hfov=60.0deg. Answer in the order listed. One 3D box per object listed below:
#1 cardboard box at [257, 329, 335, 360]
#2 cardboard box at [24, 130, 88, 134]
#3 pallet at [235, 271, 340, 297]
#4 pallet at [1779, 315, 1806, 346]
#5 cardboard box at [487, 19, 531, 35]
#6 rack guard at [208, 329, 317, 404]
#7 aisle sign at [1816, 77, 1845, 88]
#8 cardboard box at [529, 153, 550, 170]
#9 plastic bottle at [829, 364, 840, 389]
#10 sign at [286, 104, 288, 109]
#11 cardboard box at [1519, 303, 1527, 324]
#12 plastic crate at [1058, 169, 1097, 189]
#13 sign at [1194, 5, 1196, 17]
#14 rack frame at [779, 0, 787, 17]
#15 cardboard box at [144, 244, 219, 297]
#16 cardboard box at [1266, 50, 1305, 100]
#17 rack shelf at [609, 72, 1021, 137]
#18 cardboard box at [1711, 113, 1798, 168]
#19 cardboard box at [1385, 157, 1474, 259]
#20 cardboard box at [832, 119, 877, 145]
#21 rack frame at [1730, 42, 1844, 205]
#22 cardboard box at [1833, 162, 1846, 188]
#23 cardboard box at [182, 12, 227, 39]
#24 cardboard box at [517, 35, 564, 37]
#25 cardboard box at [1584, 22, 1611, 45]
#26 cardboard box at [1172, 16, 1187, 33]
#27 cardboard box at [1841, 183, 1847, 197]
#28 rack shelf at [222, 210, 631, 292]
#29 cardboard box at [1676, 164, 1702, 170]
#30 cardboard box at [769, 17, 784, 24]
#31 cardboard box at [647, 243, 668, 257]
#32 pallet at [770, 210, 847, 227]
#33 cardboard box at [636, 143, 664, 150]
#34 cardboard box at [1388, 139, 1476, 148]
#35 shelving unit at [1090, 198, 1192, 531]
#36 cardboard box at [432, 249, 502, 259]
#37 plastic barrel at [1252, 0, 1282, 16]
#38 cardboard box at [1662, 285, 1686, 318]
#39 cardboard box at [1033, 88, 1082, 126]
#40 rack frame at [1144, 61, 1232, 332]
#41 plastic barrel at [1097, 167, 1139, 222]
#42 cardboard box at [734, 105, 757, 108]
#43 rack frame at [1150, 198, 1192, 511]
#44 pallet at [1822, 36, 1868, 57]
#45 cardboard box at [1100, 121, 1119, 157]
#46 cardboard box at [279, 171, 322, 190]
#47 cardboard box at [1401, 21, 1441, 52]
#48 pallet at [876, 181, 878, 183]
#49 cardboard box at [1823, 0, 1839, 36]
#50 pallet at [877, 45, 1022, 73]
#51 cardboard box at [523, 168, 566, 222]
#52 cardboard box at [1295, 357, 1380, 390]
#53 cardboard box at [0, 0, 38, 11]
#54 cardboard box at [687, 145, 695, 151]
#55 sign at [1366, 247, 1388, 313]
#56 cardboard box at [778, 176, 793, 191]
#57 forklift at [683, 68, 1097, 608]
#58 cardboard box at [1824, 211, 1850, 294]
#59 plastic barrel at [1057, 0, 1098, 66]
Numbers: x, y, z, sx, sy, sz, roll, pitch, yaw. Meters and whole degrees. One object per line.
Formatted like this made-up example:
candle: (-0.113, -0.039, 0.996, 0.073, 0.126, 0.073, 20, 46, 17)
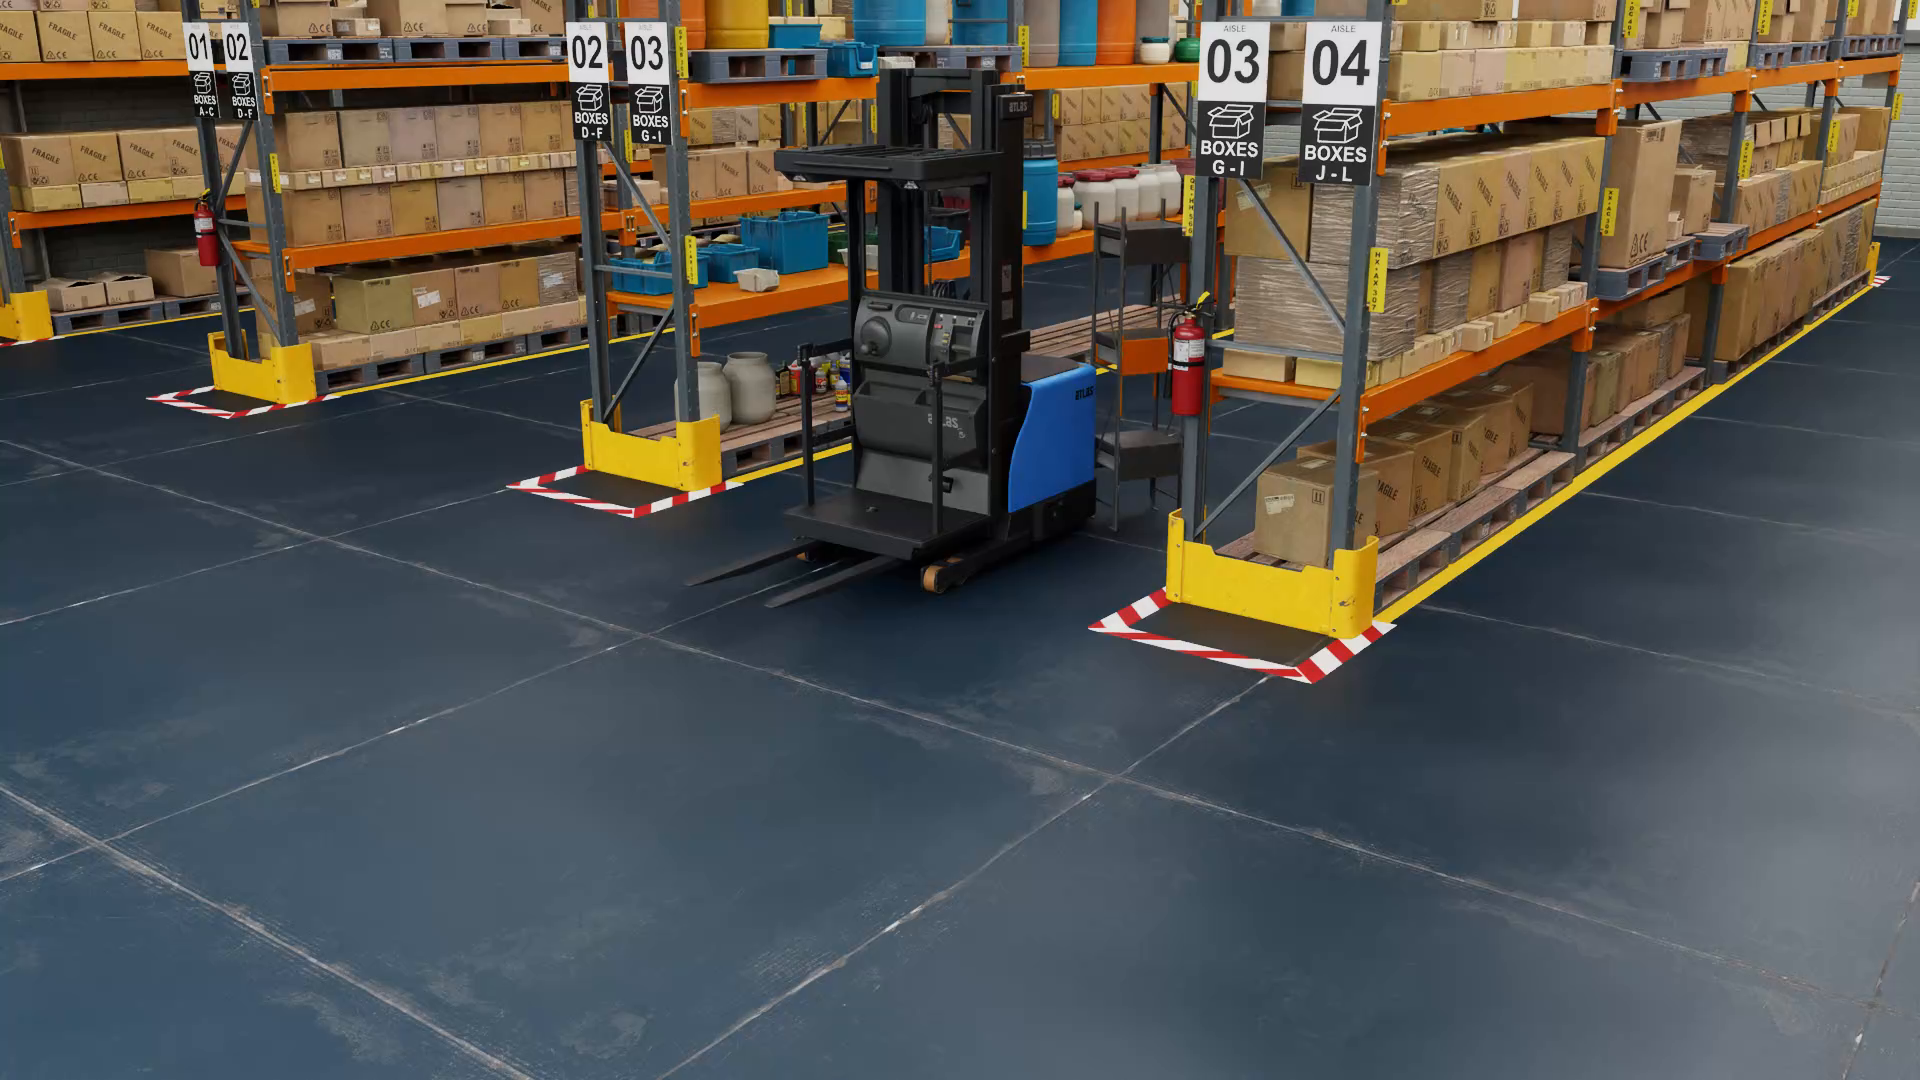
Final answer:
cardboard box: (-6.175, -1.831, 15.512, 0.500, 0.250, 0.500, 12, 21, 35)
cardboard box: (-9.820, -4.203, 18.174, 0.500, 0.500, 0.500, 13, 21, 35)
pallet: (-8.227, -3.093, 20.349, 1.003, 0.211, 1.213, 12, 21, 35)
pallet: (8.447, -2.342, 17.930, 1.003, 0.211, 1.213, 12, 21, 35)
cardboard box: (-4.374, -4.961, 16.084, 0.380, 0.149, 0.250, 12, 21, 35)
rack guard: (-6.272, -1.565, 14.939, 1.175, 0.500, 0.348, 12, 21, 35)
aisle sign: (11.031, -6.135, 21.059, 0.394, 0.787, 0.004, 12, 21, 35)
cardboard box: (-4.323, -3.788, 16.621, 0.380, 0.149, 0.250, 12, 21, 35)
plastic bottle: (-1.066, -1.394, 14.152, 0.097, 0.201, 0.097, 0, 17, 0)
sign: (-8.303, -5.241, 20.612, 0.100, 0.325, 0.005, 12, 21, 35)
cardboard box: (3.519, -1.520, 11.004, 0.380, 0.149, 0.250, 12, 21, 35)
plastic crate: (1.276, -3.493, 16.827, 0.402, 0.464, 0.583, 12, 21, 35)
sign: (3.709, -8.328, 25.951, 0.100, 0.325, 0.005, 12, 21, 35)
rack frame: (-3.088, -9.362, 25.717, 1.000, 3.000, 0.127, 12, 21, 35)
cardboard box: (-8.937, -3.106, 19.159, 0.700, 0.500, 0.500, 11, 20, 31)
cardboard box: (1.779, -2.533, 9.039, 0.500, 0.250, 0.500, 13, 21, 36)
rack shelf: (-1.090, -3.453, 12.961, 1.077, 0.370, 4.000, 12, 21, 35)
cardboard box: (8.054, -4.083, 16.973, 0.797, 0.503, 0.637, 13, 21, 35)
cardboard box: (2.546, -1.881, 9.386, 0.500, 0.500, 0.500, 12, 21, 35)
cardboard box: (-1.206, -5.088, 21.193, 0.700, 0.500, 0.500, 5, 18, 16)
rack frame: (8.846, -3.871, 18.151, 1.000, 3.000, 0.127, 12, 21, 35)
cardboard box: (9.637, -4.124, 18.719, 0.500, 0.250, 0.500, 12, 21, 34)
cardboard box: (-8.569, -5.660, 18.653, 0.500, 0.500, 0.500, 11, 21, 33)
cardboard box: (-5.684, -6.724, 22.398, 0.500, 0.311, 0.500, 12, 21, 35)
cardboard box: (4.118, -3.388, 11.120, 0.380, 0.149, 0.250, 13, 22, 36)
cardboard box: (3.174, -8.007, 25.823, 0.500, 0.250, 0.500, 12, 21, 35)
cardboard box: (9.910, -4.012, 19.029, 0.380, 0.149, 0.250, 12, 21, 34)
rack shelf: (-5.066, -2.897, 16.228, 1.077, 0.370, 4.000, 12, 21, 35)
cardboard box: (6.173, -3.031, 14.569, 0.500, 0.500, 0.500, 10, 20, 28)
cardboard box: (-2.364, -5.851, 19.013, 0.500, 0.250, 0.500, 12, 21, 34)
cardboard box: (-3.259, -3.263, 19.175, 0.500, 0.311, 0.500, 12, 21, 35)
pallet: (-2.572, -5.332, 27.559, 1.003, 0.211, 1.213, 12, 21, 35)
cardboard box: (-4.657, -5.937, 24.100, 0.500, 0.500, 0.500, 13, 22, 36)
cardboard box: (3.012, -2.332, 10.840, 0.500, 0.500, 0.500, 12, 21, 35)
shelving unit: (1.171, -1.142, 10.881, 0.503, 2.100, 0.431, -7, 19, -22)
cardboard box: (-4.998, -2.669, 16.945, 0.500, 0.500, 0.500, 12, 21, 35)
plastic barrel: (3.420, -5.940, 18.820, 0.433, 0.535, 0.433, 0, 17, 0)
cardboard box: (6.087, -2.128, 14.746, 0.500, 0.250, 0.500, 13, 22, 37)
cardboard box: (1.399, -6.210, 23.829, 0.500, 0.500, 0.500, 13, 22, 36)
rack frame: (2.485, -3.793, 17.901, 1.000, 3.000, 0.127, 12, 21, 35)
plastic barrel: (1.543, -3.372, 16.317, 0.433, 0.535, 0.433, 0, 17, 0)
cardboard box: (-3.474, -6.778, 25.543, 0.500, 0.250, 0.500, 13, 21, 36)
rack frame: (1.396, -1.170, 10.972, 0.015, 2.100, 0.400, -7, 19, -22)
pallet: (9.342, -5.454, 18.341, 1.003, 0.211, 1.213, 12, 21, 35)
cardboard box: (2.017, -5.985, 24.789, 0.500, 0.500, 0.500, 12, 21, 34)
cardboard box: (-5.851, -3.177, 14.654, 0.380, 0.149, 0.250, 12, 21, 34)
cardboard box: (2.278, -2.633, 8.689, 0.380, 0.149, 0.250, 13, 21, 36)
pallet: (-1.144, -4.752, 21.311, 1.213, 0.211, 1.003, 12, 21, 35)
cardboard box: (9.264, -5.796, 18.248, 0.700, 0.500, 0.500, 11, 20, 31)
pallet: (-0.250, -3.994, 13.808, 1.213, 0.211, 1.003, 12, 21, 35)
cardboard box: (-4.443, -3.531, 16.888, 0.700, 0.500, 0.500, 12, 21, 34)
cardboard box: (2.057, -0.919, 9.067, 0.380, 0.149, 0.250, 12, 21, 35)
cardboard box: (-9.814, -5.655, 16.949, 0.500, 0.500, 0.500, 11, 20, 31)
cardboard box: (-4.184, -5.838, 24.876, 0.380, 0.149, 0.250, 13, 21, 35)
sign: (2.132, -1.330, 8.510, 0.100, 0.325, 0.005, 12, 21, 35)
cardboard box: (-2.206, -4.236, 19.750, 0.380, 0.149, 0.250, 14, 22, 39)
forklift: (-0.372, -1.249, 9.824, 1.130, 2.935, 3.031, 12, 21, 34)
cardboard box: (9.840, -3.414, 19.555, 0.875, 0.875, 0.875, 12, 21, 35)
plastic barrel: (1.010, -4.984, 15.831, 0.600, 0.901, 0.708, 12, 21, 35)
